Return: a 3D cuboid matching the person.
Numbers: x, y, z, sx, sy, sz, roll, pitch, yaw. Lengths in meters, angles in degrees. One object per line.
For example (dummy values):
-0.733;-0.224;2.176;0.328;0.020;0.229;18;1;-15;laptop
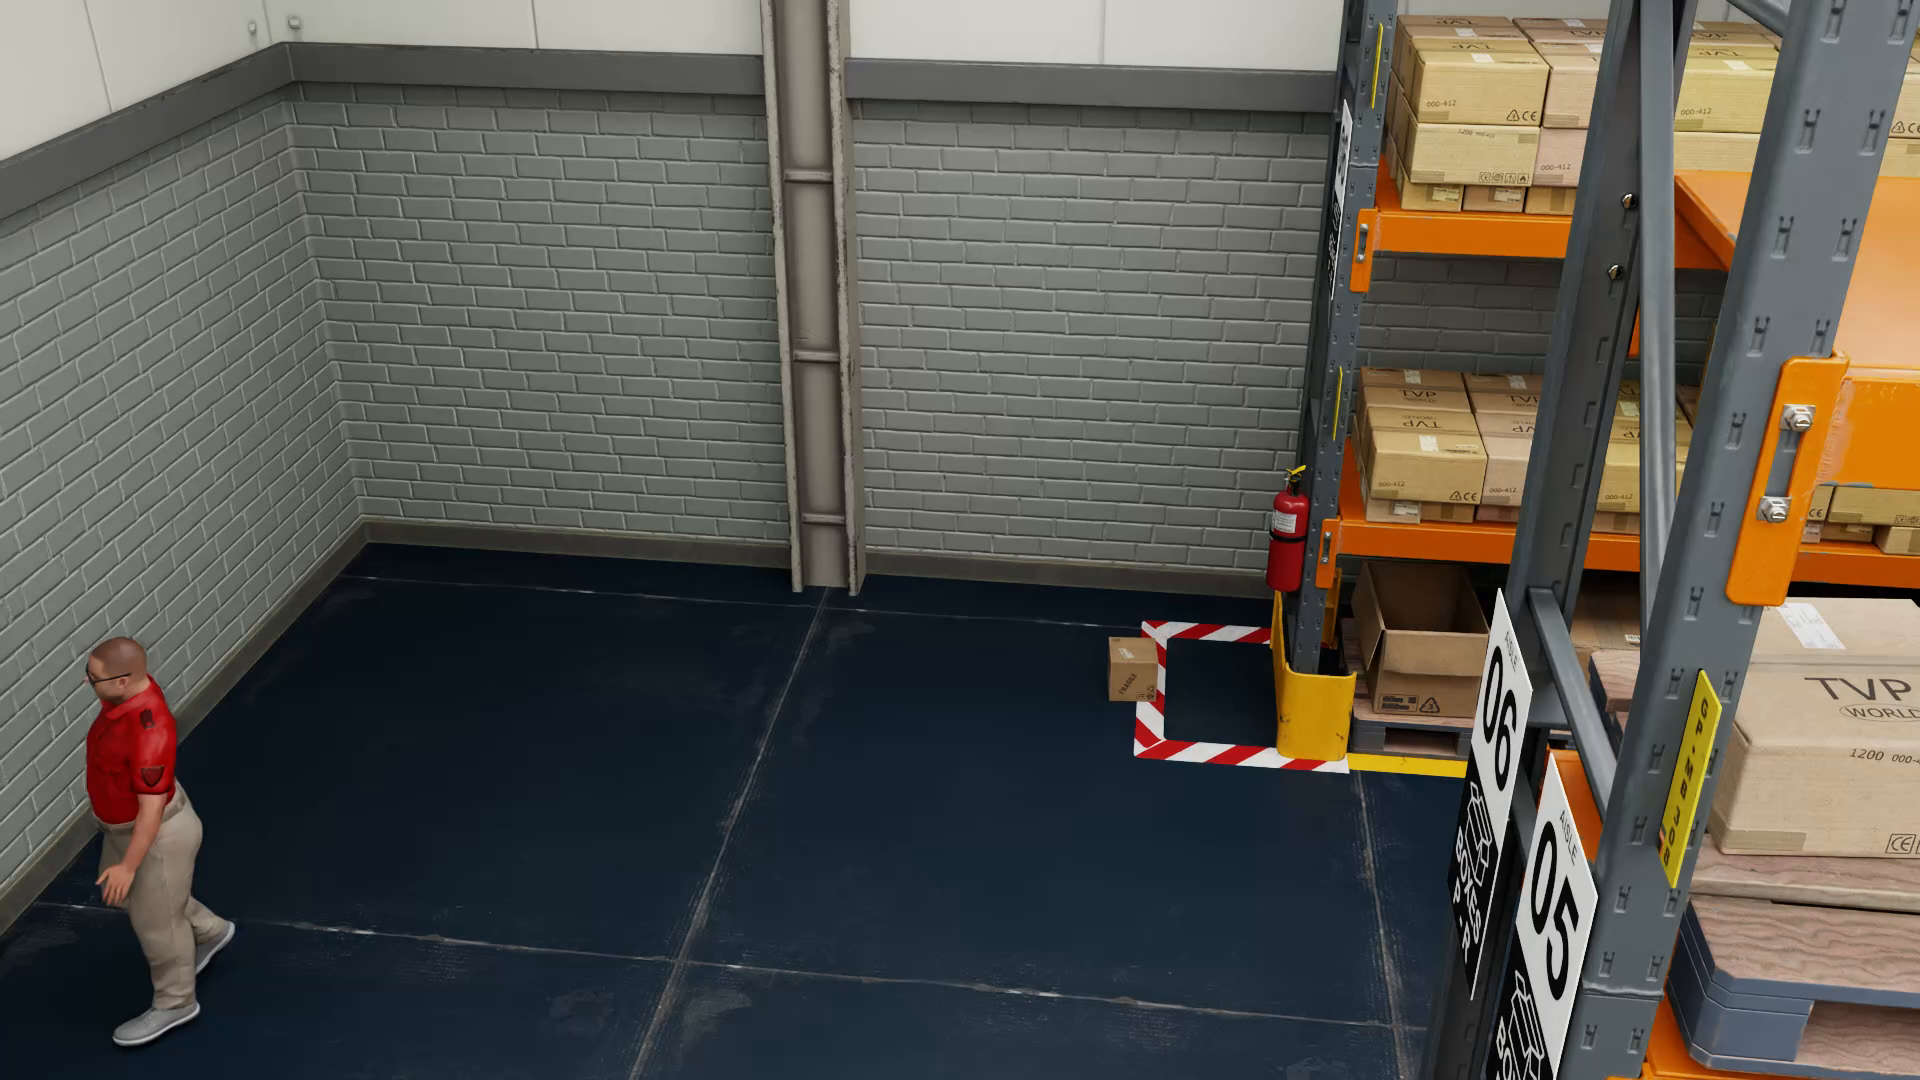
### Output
-3.208;1.162;6.462;0.556;1.741;0.559;-18;33;-30;person
